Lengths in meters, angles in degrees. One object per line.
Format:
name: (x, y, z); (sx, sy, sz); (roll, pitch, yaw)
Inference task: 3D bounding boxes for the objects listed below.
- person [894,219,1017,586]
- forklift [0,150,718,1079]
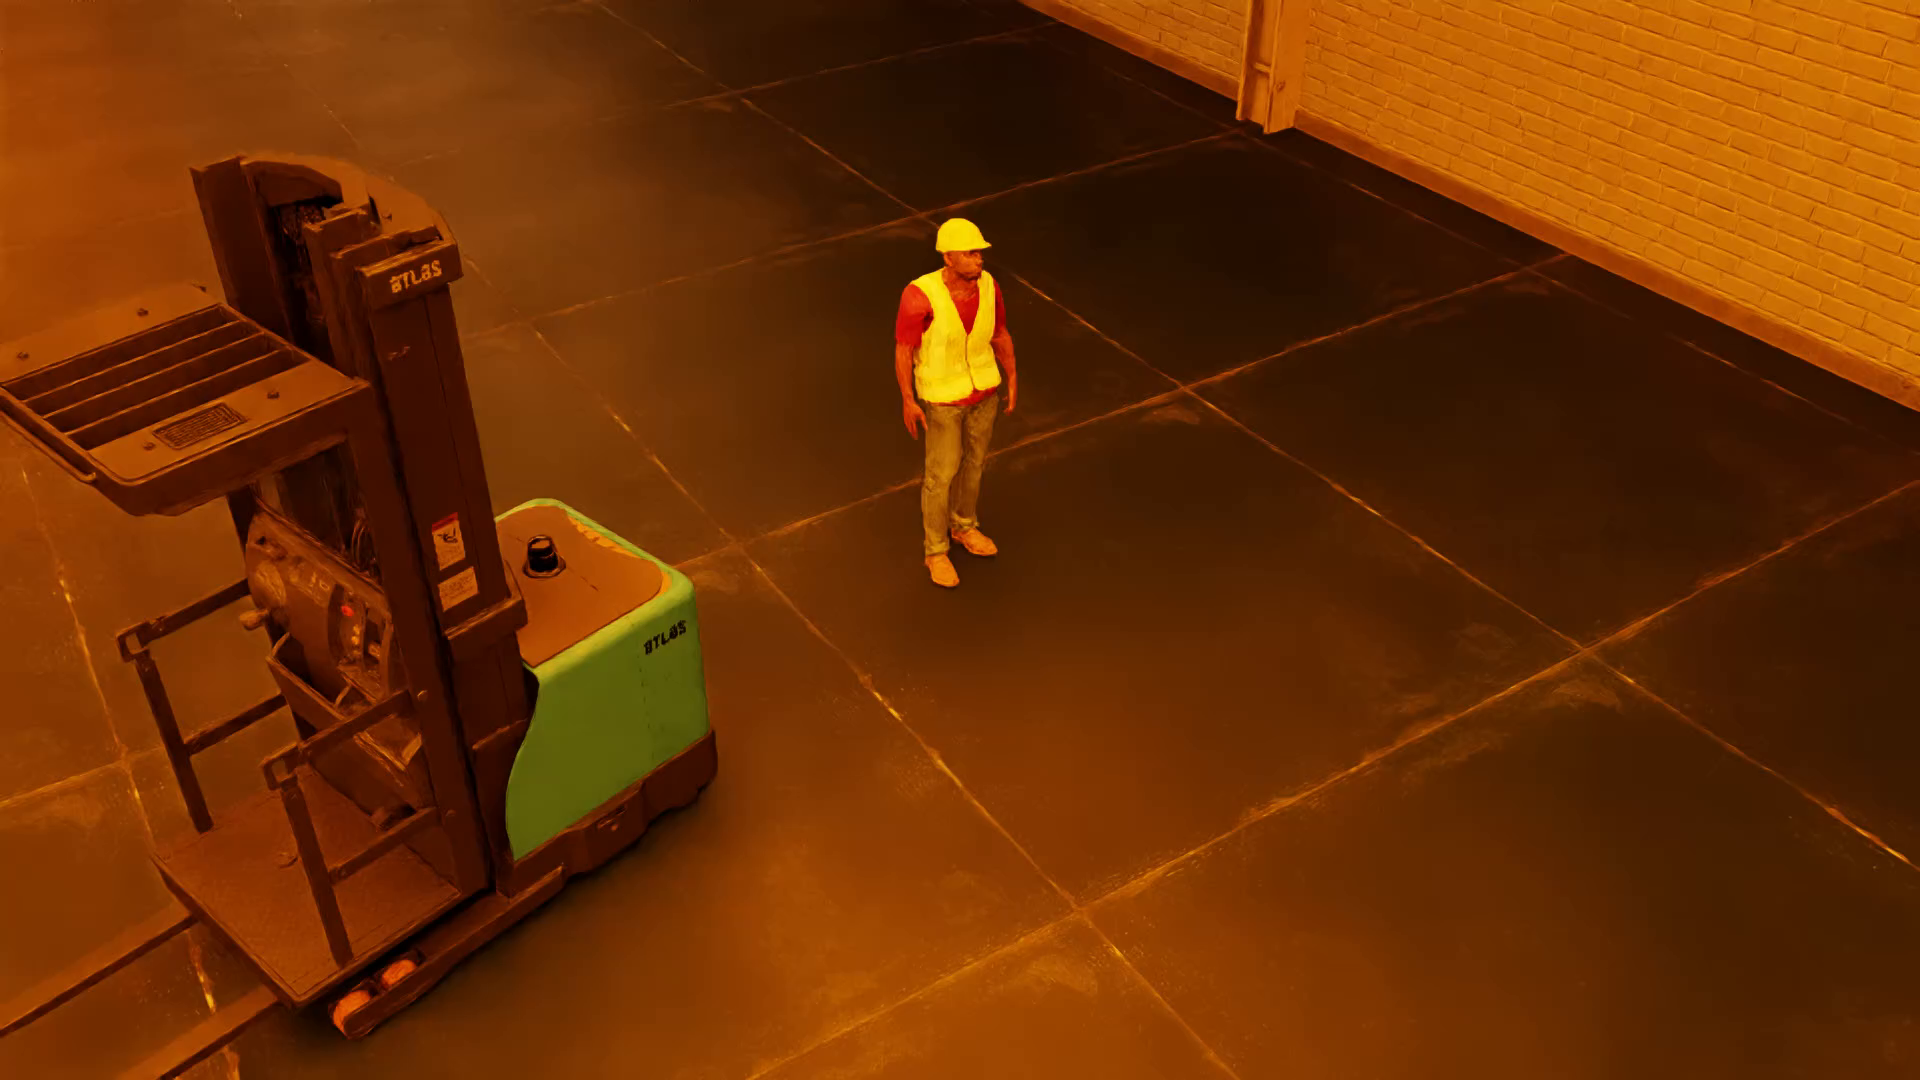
person: (0.033, -0.693, 8.135); (0.665, 1.766, 0.576); (-21, 40, -27)
forklift: (-2.394, 0.292, 5.732); (1.130, 2.935, 3.031); (27, 43, 33)
